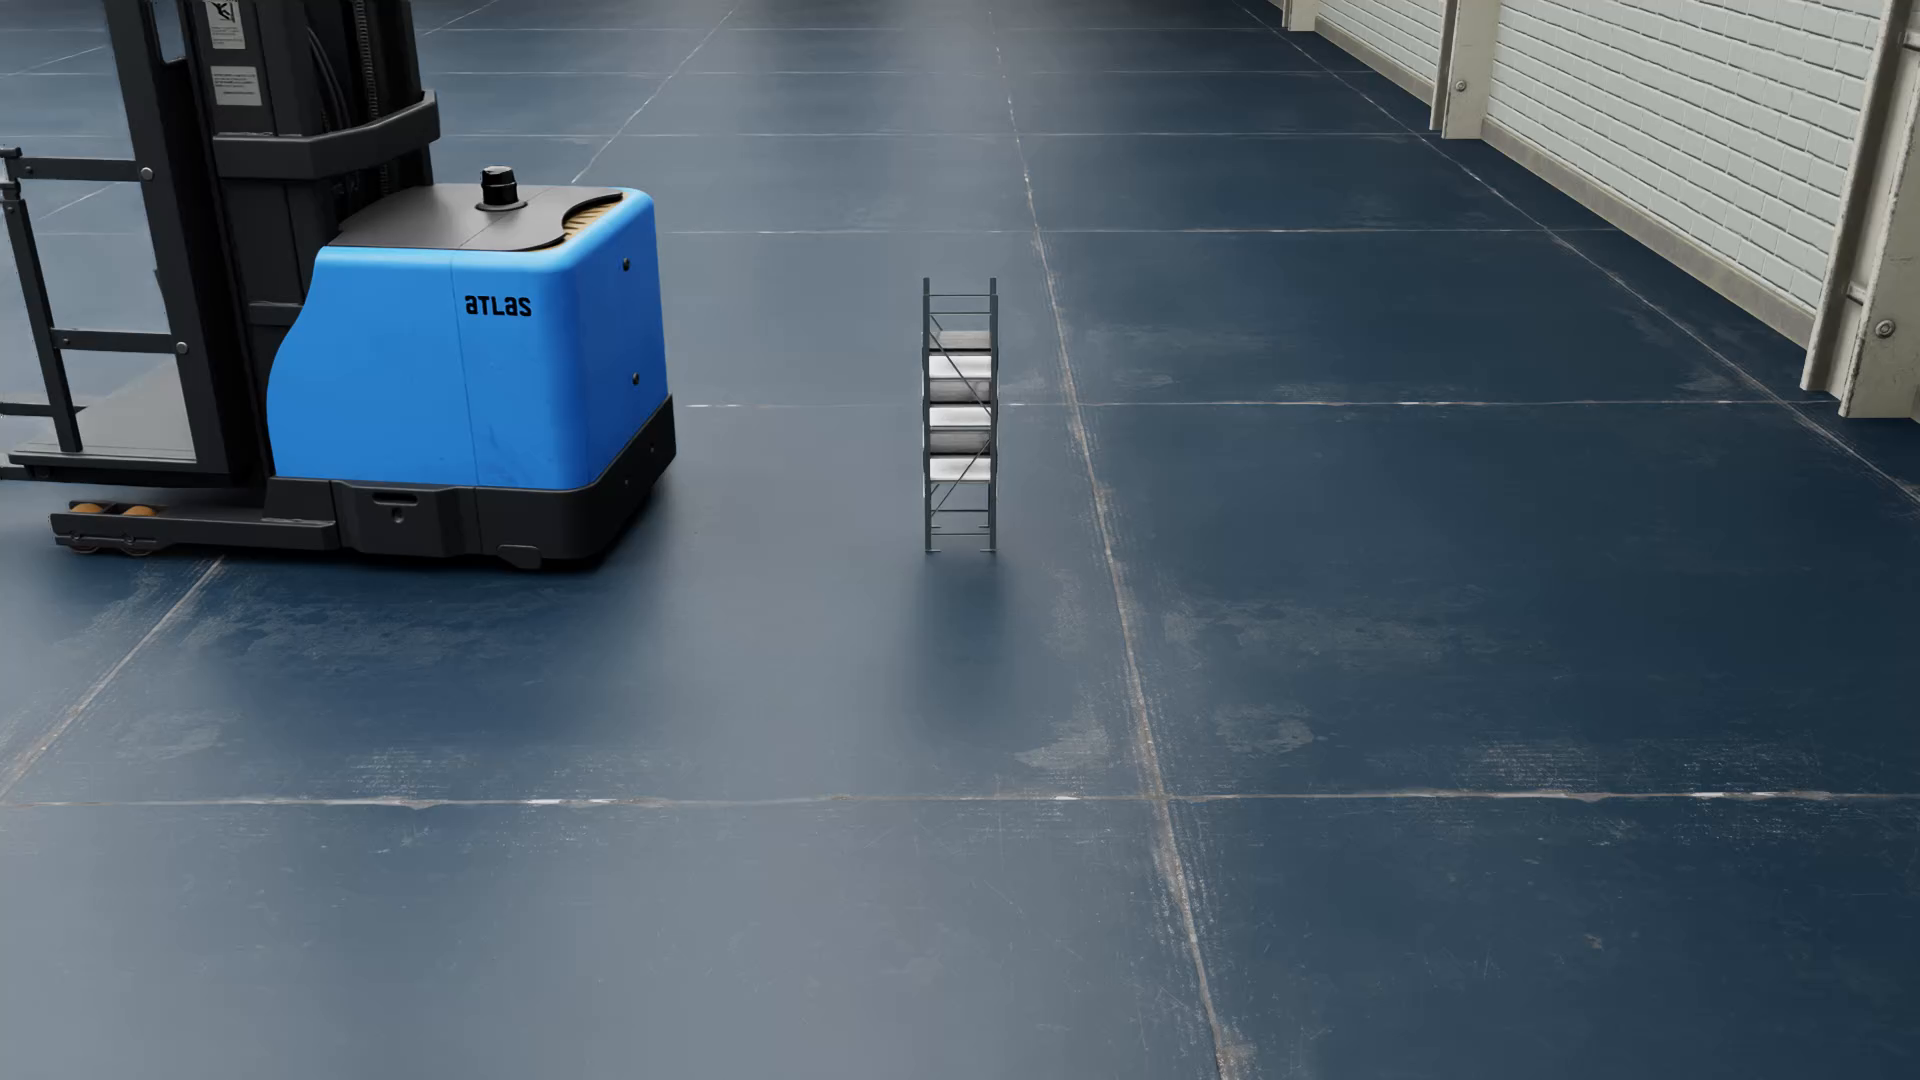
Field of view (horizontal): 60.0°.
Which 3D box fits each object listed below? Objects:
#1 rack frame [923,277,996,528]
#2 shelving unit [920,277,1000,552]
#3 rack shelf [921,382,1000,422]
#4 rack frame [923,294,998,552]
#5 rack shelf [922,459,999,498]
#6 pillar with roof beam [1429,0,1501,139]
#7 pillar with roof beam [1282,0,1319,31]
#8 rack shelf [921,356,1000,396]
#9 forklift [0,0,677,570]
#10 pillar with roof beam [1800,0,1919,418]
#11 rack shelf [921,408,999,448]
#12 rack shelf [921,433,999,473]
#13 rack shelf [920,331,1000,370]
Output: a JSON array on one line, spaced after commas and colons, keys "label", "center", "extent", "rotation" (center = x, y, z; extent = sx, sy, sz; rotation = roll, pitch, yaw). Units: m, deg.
[{"label": "rack frame", "center": [-0.001, -0.455, 5.665], "extent": [0.240, 0.900, 0.006], "rotation": [0, 24, -1]}, {"label": "shelving unit", "center": [0.000, -0.413, 5.572], "extent": [0.258, 0.900, 0.210], "rotation": [0, 24, -1]}, {"label": "rack shelf", "center": [0.000, -0.465, 5.549], "extent": [0.258, 0.077, 0.200], "rotation": [0, 24, -1]}, {"label": "rack frame", "center": [0.001, -0.371, 5.479], "extent": [0.240, 0.900, 0.006], "rotation": [0, 24, -1]}, {"label": "rack shelf", "center": [0.000, -0.219, 5.660], "extent": [0.258, 0.077, 0.200], "rotation": [0, 24, -1]}, {"label": "pillar with roof beam", "center": [-0.566, -7.141, 10.619], "extent": [9.100, 9.000, 0.400], "rotation": [0, 24, -1]}, {"label": "pillar with roof beam", "center": [-0.632, -9.614, 16.086], "extent": [9.100, 9.000, 0.400], "rotation": [0, 24, -1]}, {"label": "rack shelf", "center": [0.000, -0.547, 5.512], "extent": [0.258, 0.077, 0.200], "rotation": [0, 24, -1]}, {"label": "forklift", "center": [-2.628, -1.492, 5.493], "extent": [3.031, 2.935, 1.130], "rotation": [3, 25, 6]}, {"label": "pillar with roof beam", "center": [-0.501, -4.669, 5.153], "extent": [9.100, 9.000, 0.400], "rotation": [0, 24, -1]}, {"label": "rack shelf", "center": [0.000, -0.383, 5.586], "extent": [0.258, 0.077, 0.200], "rotation": [0, 24, -1]}, {"label": "rack shelf", "center": [0.000, -0.301, 5.623], "extent": [0.258, 0.077, 0.200], "rotation": [0, 24, -1]}, {"label": "rack shelf", "center": [0.000, -0.629, 5.474], "extent": [0.258, 0.077, 0.200], "rotation": [0, 24, -1]}]
